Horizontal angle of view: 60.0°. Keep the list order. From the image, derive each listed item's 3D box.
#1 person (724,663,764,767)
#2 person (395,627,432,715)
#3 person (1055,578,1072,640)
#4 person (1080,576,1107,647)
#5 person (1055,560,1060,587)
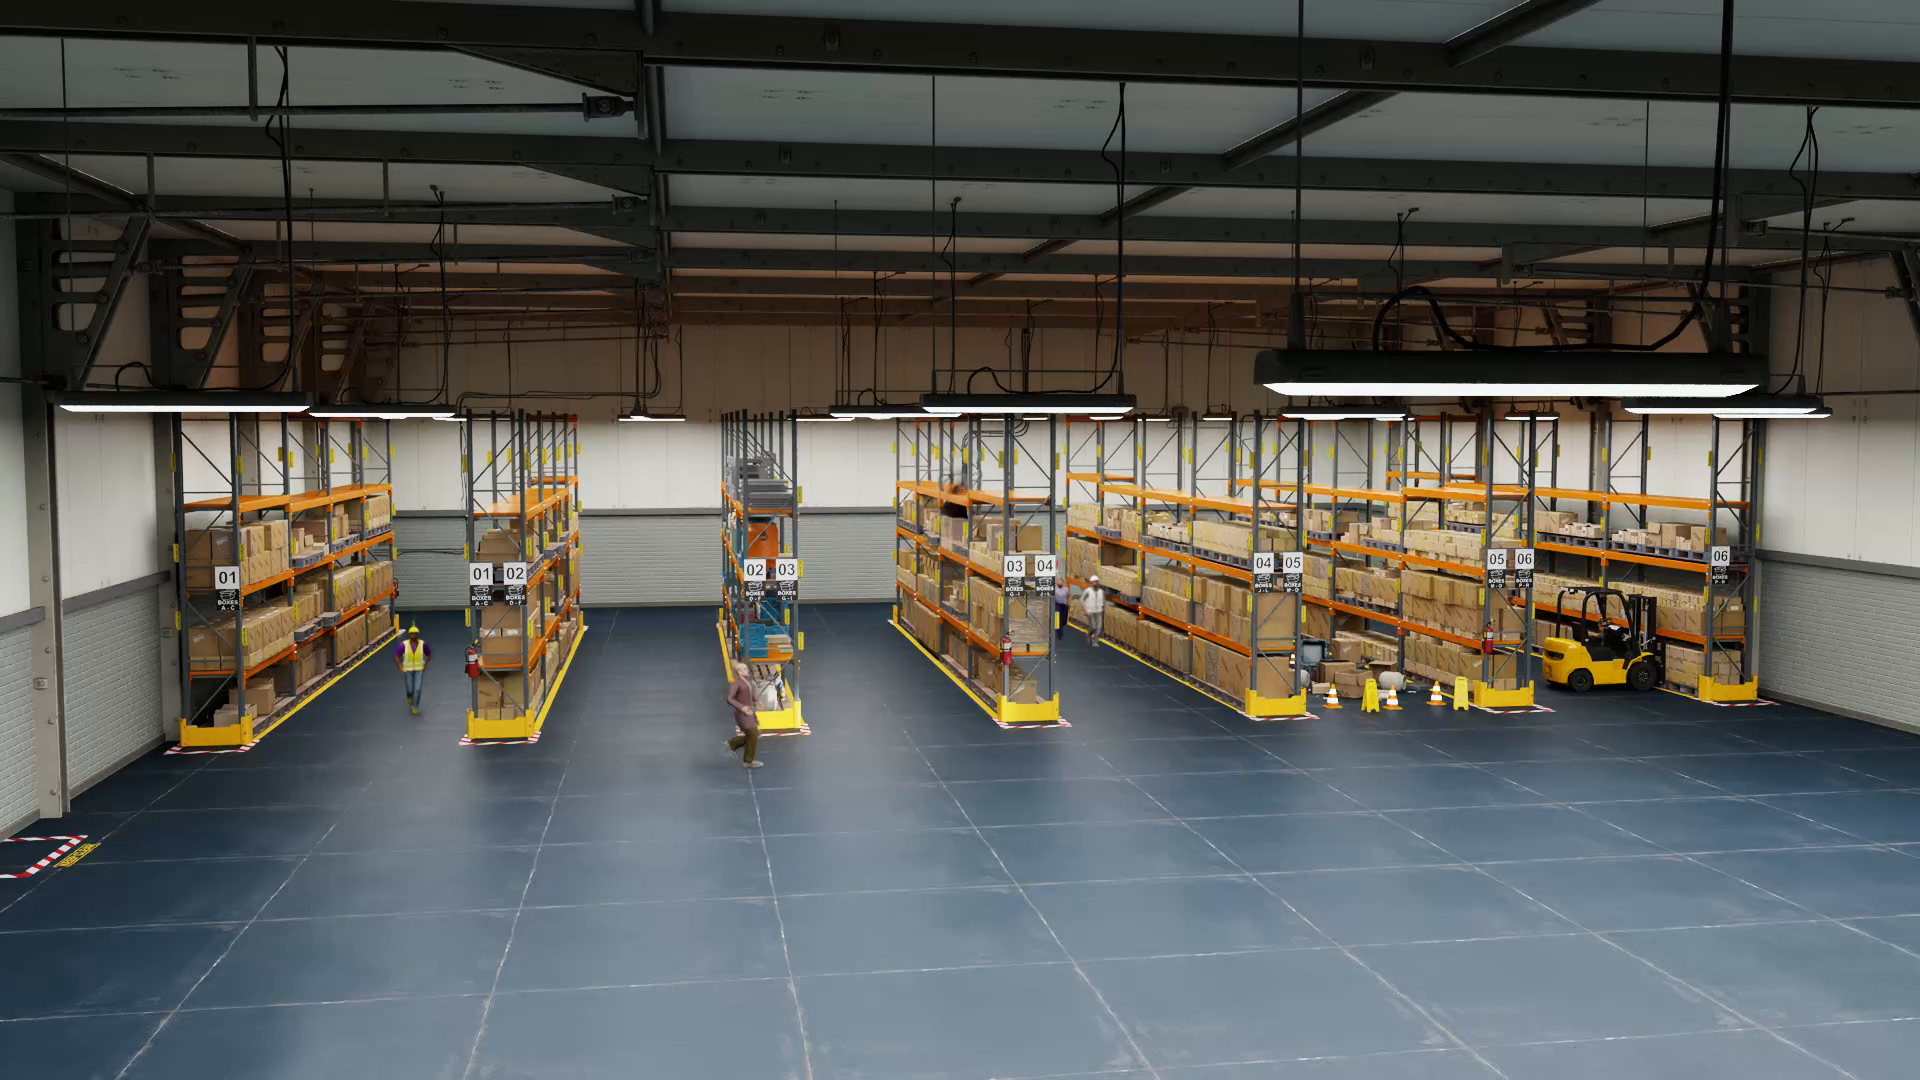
[{"bbox_3d":[-3.639,2.918,27.772,0.754,1.730,0.713,1,4,18],"label":"person"},{"bbox_3d":[-10.831,2.573,32.977,0.697,1.725,0.677,-2,4,-21],"label":"person"},{"bbox_3d":[2.691,1.833,44.449,0.602,1.629,0.705,0,4,-6],"label":"person"},{"bbox_3d":[3.278,1.740,40.590,0.671,1.729,0.536,-1,4,-17],"label":"person"},{"bbox_3d":[2.667,1.415,49.751,0.652,1.684,0.759,0,4,-1],"label":"person"}]
